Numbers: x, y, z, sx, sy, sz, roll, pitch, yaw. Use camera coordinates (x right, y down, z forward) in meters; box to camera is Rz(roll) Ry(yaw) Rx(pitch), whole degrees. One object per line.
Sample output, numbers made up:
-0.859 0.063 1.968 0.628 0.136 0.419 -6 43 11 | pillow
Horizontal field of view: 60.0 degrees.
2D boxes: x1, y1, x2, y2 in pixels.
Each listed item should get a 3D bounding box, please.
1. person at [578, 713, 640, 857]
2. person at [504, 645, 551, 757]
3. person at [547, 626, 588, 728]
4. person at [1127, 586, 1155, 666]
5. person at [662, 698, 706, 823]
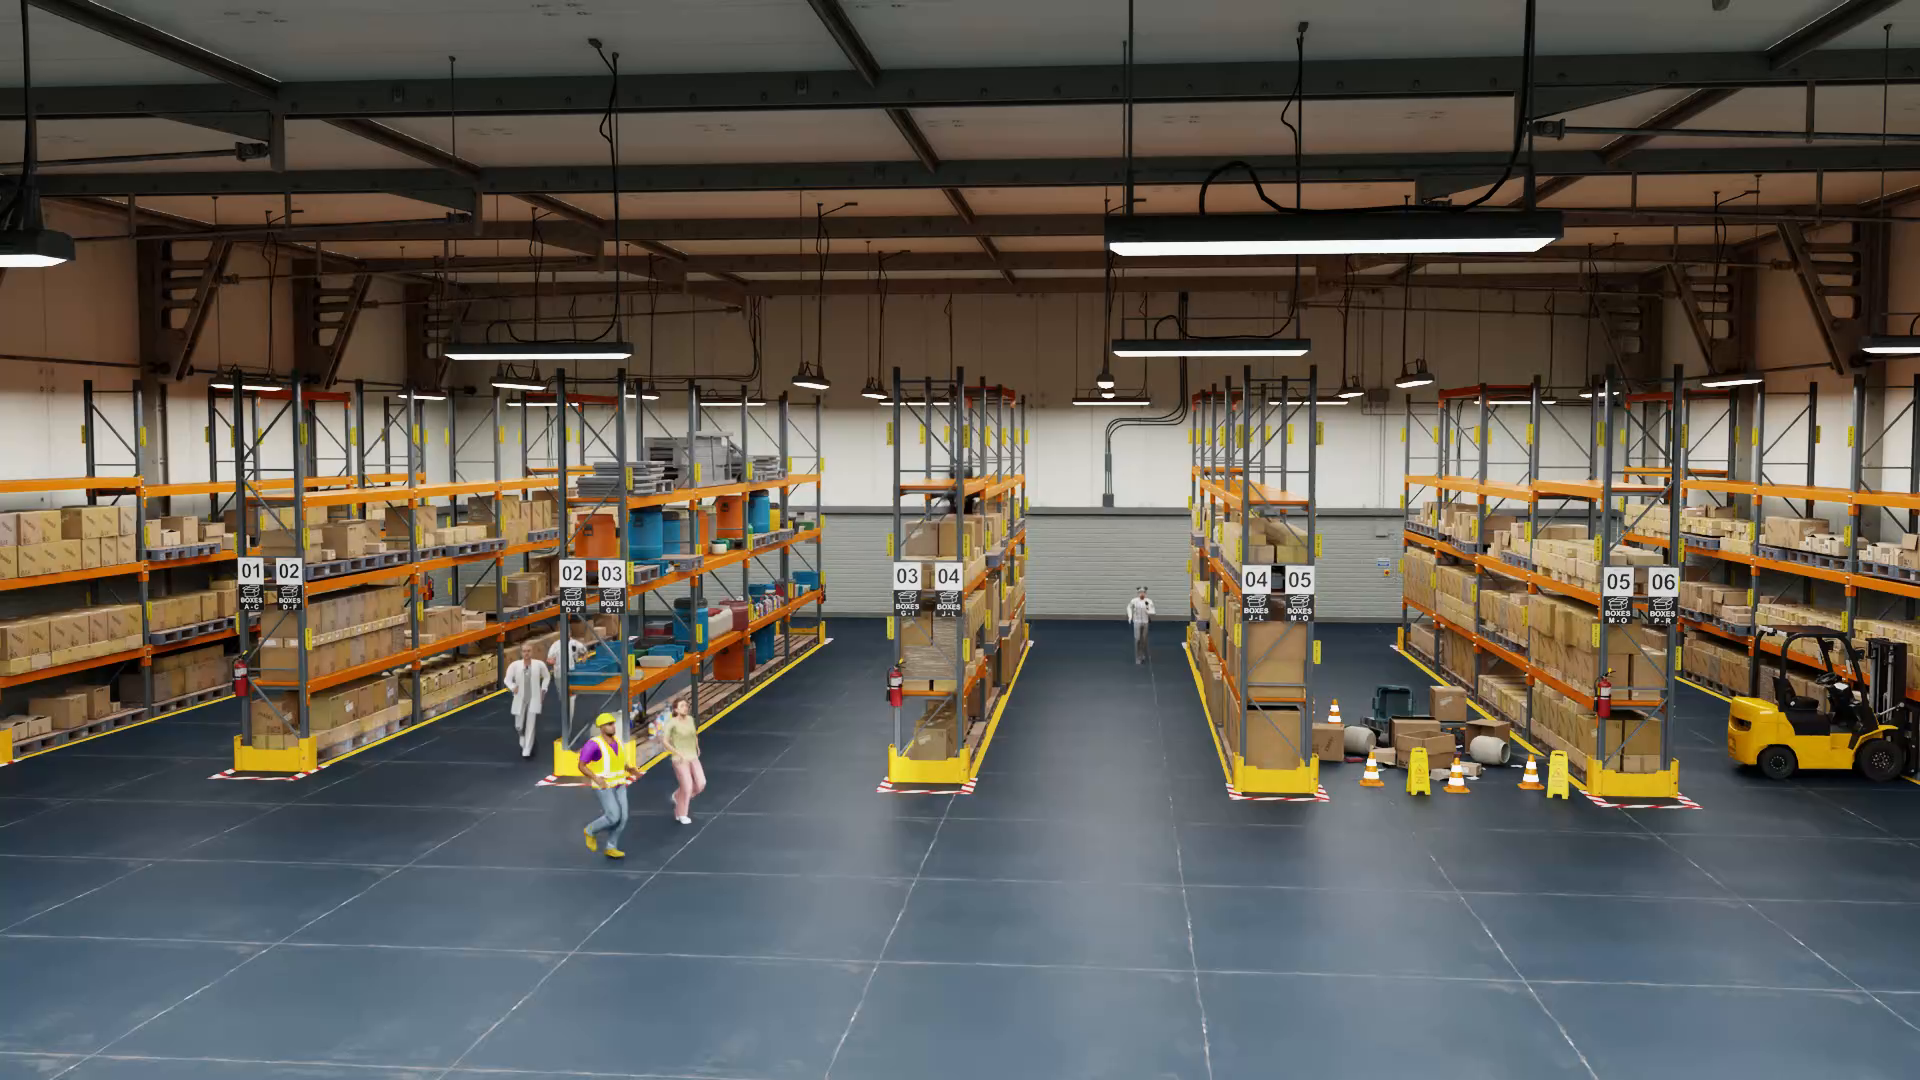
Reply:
-4.176 2.913 19.775 0.605 1.718 0.698 2 4 33 | person
-6.799 2.506 26.156 0.709 1.735 0.757 -1 4 -12 | person
-6.721 2.330 28.383 0.659 1.791 0.967 0 4 1 | person
4.003 1.872 36.682 0.585 1.747 0.786 0 4 1 | person
-3.577 2.857 21.575 0.529 1.624 0.586 3 5 42 | person
